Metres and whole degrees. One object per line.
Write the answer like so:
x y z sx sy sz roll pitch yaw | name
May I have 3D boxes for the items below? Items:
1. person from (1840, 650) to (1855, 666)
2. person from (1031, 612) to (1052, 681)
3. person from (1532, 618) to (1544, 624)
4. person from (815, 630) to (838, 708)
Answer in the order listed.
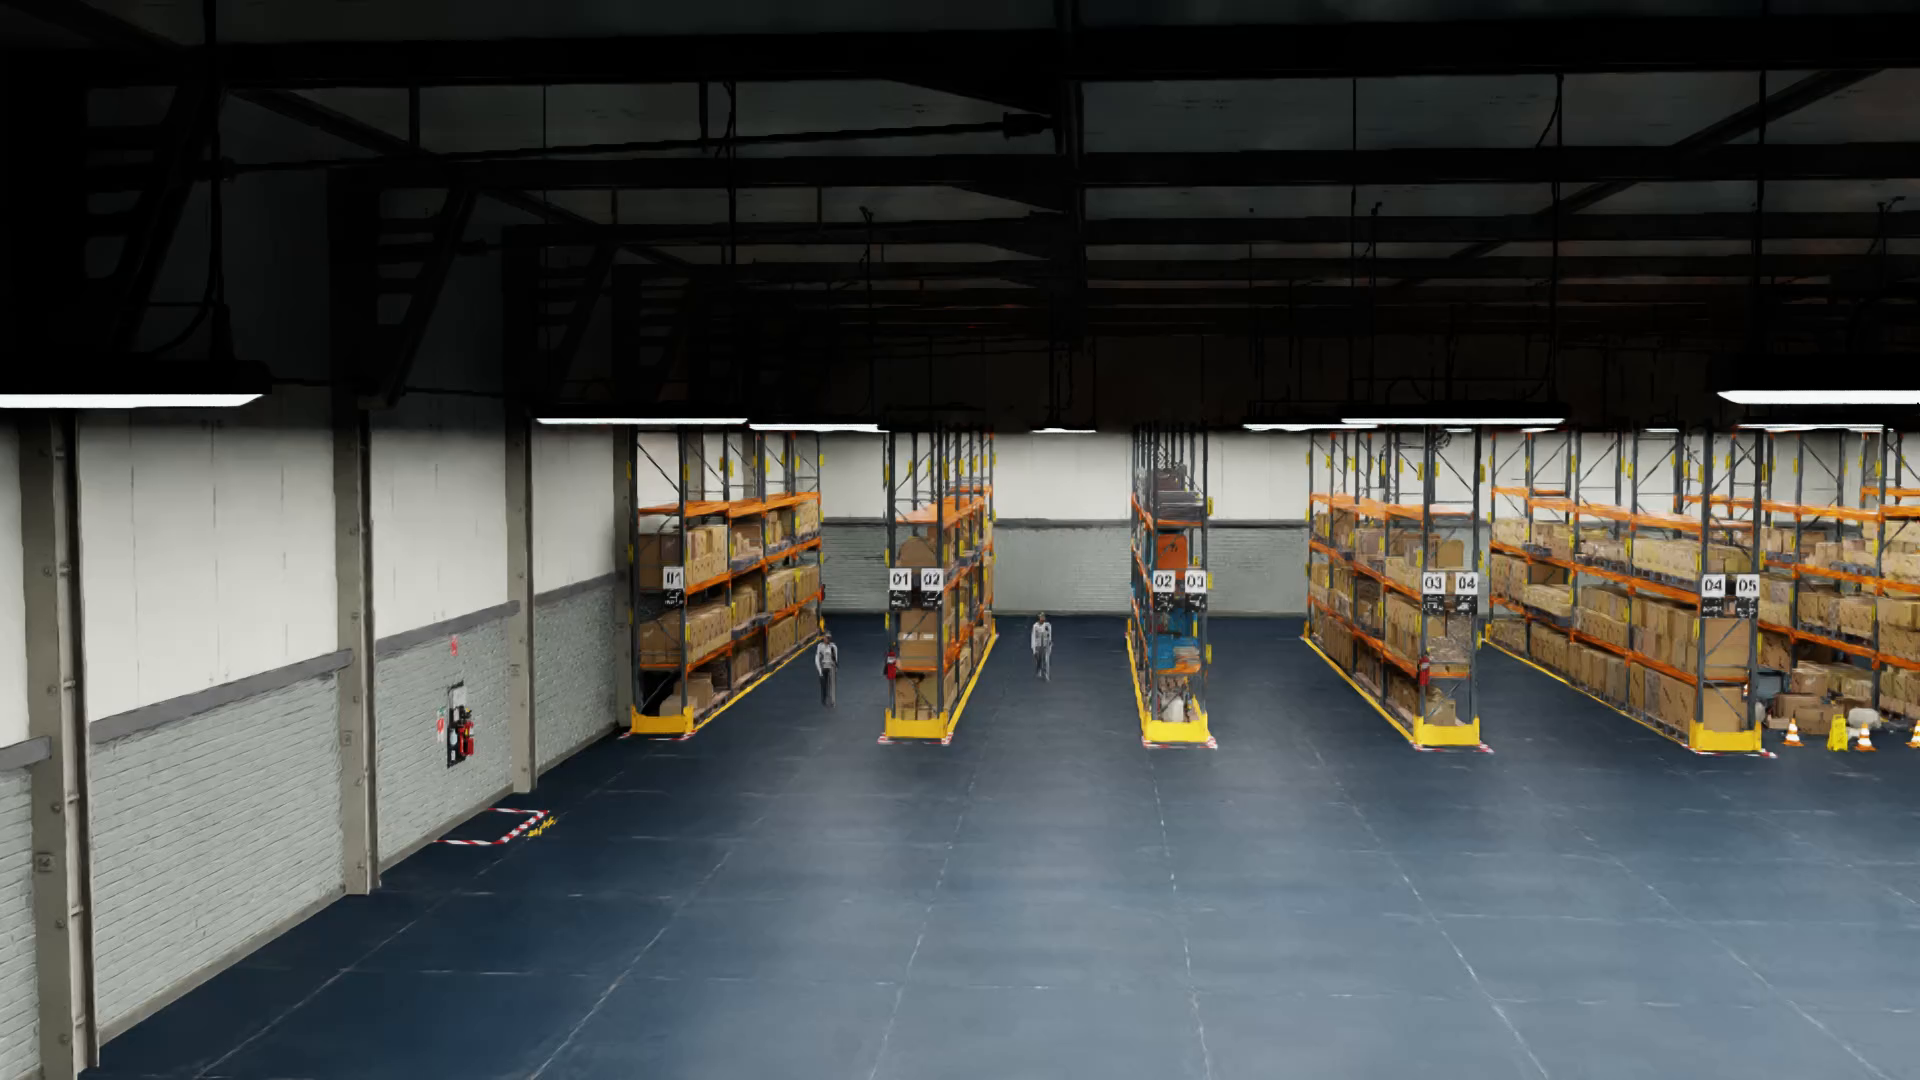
21.564 2.367 40.199 0.445 1.591 1.110 0 4 2 | person
1.901 2.451 38.749 0.499 1.587 1.074 0 4 3 | person
17.237 1.766 49.711 0.557 1.642 0.523 3 5 43 | person
-2.797 2.685 34.914 0.483 1.621 0.995 0 4 -4 | person
